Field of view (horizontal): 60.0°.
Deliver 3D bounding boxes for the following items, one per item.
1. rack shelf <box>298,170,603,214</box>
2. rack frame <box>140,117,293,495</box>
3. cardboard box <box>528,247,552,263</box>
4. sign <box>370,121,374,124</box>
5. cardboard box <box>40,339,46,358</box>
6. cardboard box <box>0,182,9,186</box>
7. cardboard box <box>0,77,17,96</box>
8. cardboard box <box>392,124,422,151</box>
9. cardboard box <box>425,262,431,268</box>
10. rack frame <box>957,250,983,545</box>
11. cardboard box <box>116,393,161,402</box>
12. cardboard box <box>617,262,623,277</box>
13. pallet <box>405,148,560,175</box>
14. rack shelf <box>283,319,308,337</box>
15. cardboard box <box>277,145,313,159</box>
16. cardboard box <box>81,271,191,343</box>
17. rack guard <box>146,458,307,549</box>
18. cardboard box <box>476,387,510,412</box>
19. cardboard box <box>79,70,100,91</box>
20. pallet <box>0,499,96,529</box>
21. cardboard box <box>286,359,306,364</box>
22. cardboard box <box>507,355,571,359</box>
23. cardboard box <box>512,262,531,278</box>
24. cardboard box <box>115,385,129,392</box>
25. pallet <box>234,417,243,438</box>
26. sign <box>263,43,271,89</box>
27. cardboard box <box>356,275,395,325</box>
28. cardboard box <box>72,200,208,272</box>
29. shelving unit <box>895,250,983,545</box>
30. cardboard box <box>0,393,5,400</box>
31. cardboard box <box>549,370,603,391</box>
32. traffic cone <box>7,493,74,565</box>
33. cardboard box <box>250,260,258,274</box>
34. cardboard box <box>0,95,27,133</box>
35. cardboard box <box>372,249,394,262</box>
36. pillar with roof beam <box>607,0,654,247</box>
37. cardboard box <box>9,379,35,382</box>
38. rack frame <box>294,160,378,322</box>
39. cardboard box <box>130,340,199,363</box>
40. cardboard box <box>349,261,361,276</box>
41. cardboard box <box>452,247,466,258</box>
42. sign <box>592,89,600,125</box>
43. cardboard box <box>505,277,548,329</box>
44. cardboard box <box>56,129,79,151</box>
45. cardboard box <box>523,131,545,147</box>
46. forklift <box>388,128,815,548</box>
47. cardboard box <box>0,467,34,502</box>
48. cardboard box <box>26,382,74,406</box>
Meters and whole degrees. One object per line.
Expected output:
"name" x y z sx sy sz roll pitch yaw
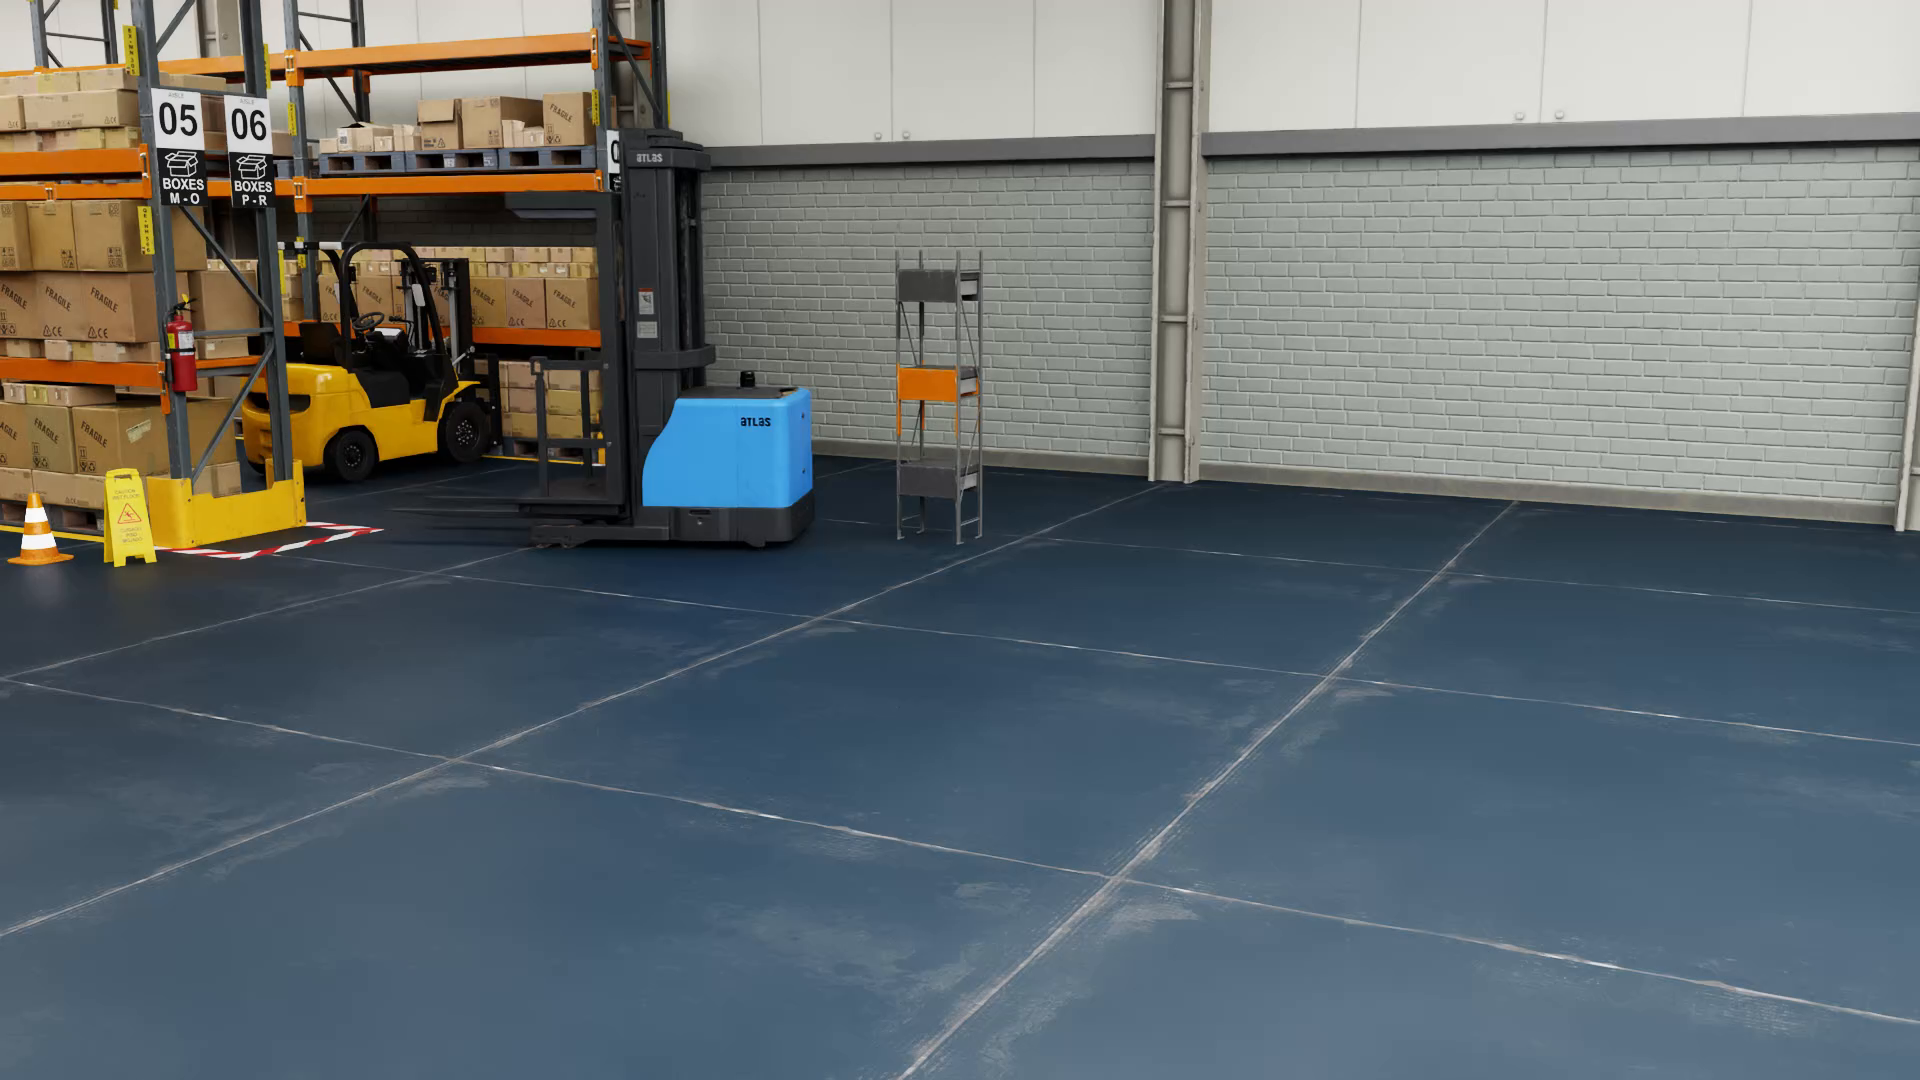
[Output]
"rack shelf" -4.982 -3.583 17.200 4.000 0.370 1.077 5 11 26
"rack frame" -5.382 -1.510 12.150 0.127 3.000 1.000 5 11 26
"cardboard box" -4.085 -2.843 16.579 0.250 0.149 0.380 5 12 27
"sign" -6.532 -4.476 18.444 0.005 0.325 0.100 5 11 26
"cardboard box" -6.720 -1.466 12.611 0.250 0.149 0.380 5 11 27
"cardboard box" -11.382 -4.377 19.989 0.500 0.250 0.500 5 11 26
"cardboard box" -6.911 -3.351 12.368 0.250 0.149 0.380 5 11 24
"cardboard box" -5.579 -4.118 17.058 0.258 0.266 0.396 5 11 24
"cardboard box" -5.471 -2.814 17.253 0.250 0.149 0.380 5 11 24
"rack frame" 0.070 -1.027 12.009 0.015 2.100 0.400 5 11 26
"cardboard box" -6.475 -0.883 13.120 0.500 0.500 0.500 5 11 24
"cardboard box" -3.378 -2.739 16.842 0.250 0.149 0.380 5 11 24
"pallet" -4.909 -3.891 17.134 1.213 0.211 1.003 5 11 26
"rack shelf" -8.569 -2.422 19.209 4.000 0.370 1.077 5 11 26
"cardboard box" -7.450 -4.325 18.525 0.250 0.149 0.380 5 11 26
"cardboard box" -5.990 -1.704 12.108 0.500 0.500 0.500 5 11 25
"rack guard" -5.450 -0.286 12.406 0.348 0.500 1.175 5 11 26
"cardboard box" -4.681 -1.470 17.065 0.500 0.250 0.500 5 11 25
"cardboard box" -6.030 -3.261 11.867 0.250 0.149 0.380 5 12 27
"pallet" -7.253 -0.310 13.349 1.213 0.211 1.003 5 11 26
"cardboard box" -7.249 -1.696 18.665 0.625 0.625 0.875 6 12 28
"cardboard box" -4.429 -1.797 17.468 0.500 0.250 0.500 5 11 25
"cardboard box" -4.289 -2.721 16.739 0.250 0.149 0.380 5 11 25
"cardboard box" -9.810 -1.920 19.906 0.625 0.625 0.875 5 12 28
"pallet" -7.454 -1.298 18.808 1.213 0.211 1.003 5 11 26
"sign" -5.142 -3.503 12.284 0.005 0.325 0.100 5 11 26
"cardboard box" -6.019 -2.552 17.629 0.500 0.500 0.500 5 12 27
"cardboard box" -5.936 -2.203 12.056 0.500 0.500 0.700 5 11 24
"shelving unit" -0.148 -1.046 12.115 0.503 2.100 0.431 5 11 26
"cardboard box" -7.610 -0.877 13.087 0.500 0.500 0.500 6 12 29
"cardboard box" -3.740 -1.635 16.576 0.500 0.250 0.500 5 12 28
"traffic cone" -6.338 -0.089 11.425 0.334 0.463 0.336 5 11 26
"cardboard box" -7.616 -3.023 18.409 0.250 0.149 0.380 5 11 26
"cardboard box" -6.878 -3.136 12.297 0.500 0.250 0.500 5 12 27
"cardboard box" -5.929 -2.999 17.440 0.250 0.149 0.380 5 12 27
"pillar with roof beam" -5.319 -4.766 13.297 0.400 9.000 9.100 5 11 26
"cardboard box" -11.282 -1.950 20.422 0.500 0.500 0.500 5 11 25
"rack frame" -6.776 -2.618 18.274 0.127 3.000 1.000 5 11 26
"cardboard box" -5.812 -1.382 12.147 0.250 0.149 0.380 5 12 28
"cardboard box" -6.373 -2.899 17.725 0.250 0.149 0.380 5 12 27
"cardboard box" -4.981 -2.932 17.072 0.250 0.149 0.380 5 11 27
"sign" -3.441 -4.090 15.720 0.005 0.325 0.100 5 11 26
"cardboard box" -4.207 -2.391 16.740 0.500 0.500 0.500 5 12 28
"cardboard box" -6.286 -2.887 12.039 0.250 0.149 0.380 5 12 28
"cardboard box" -4.066 -3.928 16.334 0.250 0.149 0.380 5 11 24
"forklift" -2.657 -1.477 12.159 3.031 2.935 1.130 1 10 5
"cardboard box" -7.158 -0.467 12.928 0.500 0.250 0.500 5 11 24
"cardboard box" -6.798 -1.112 12.565 0.250 0.149 0.380 5 12 27
